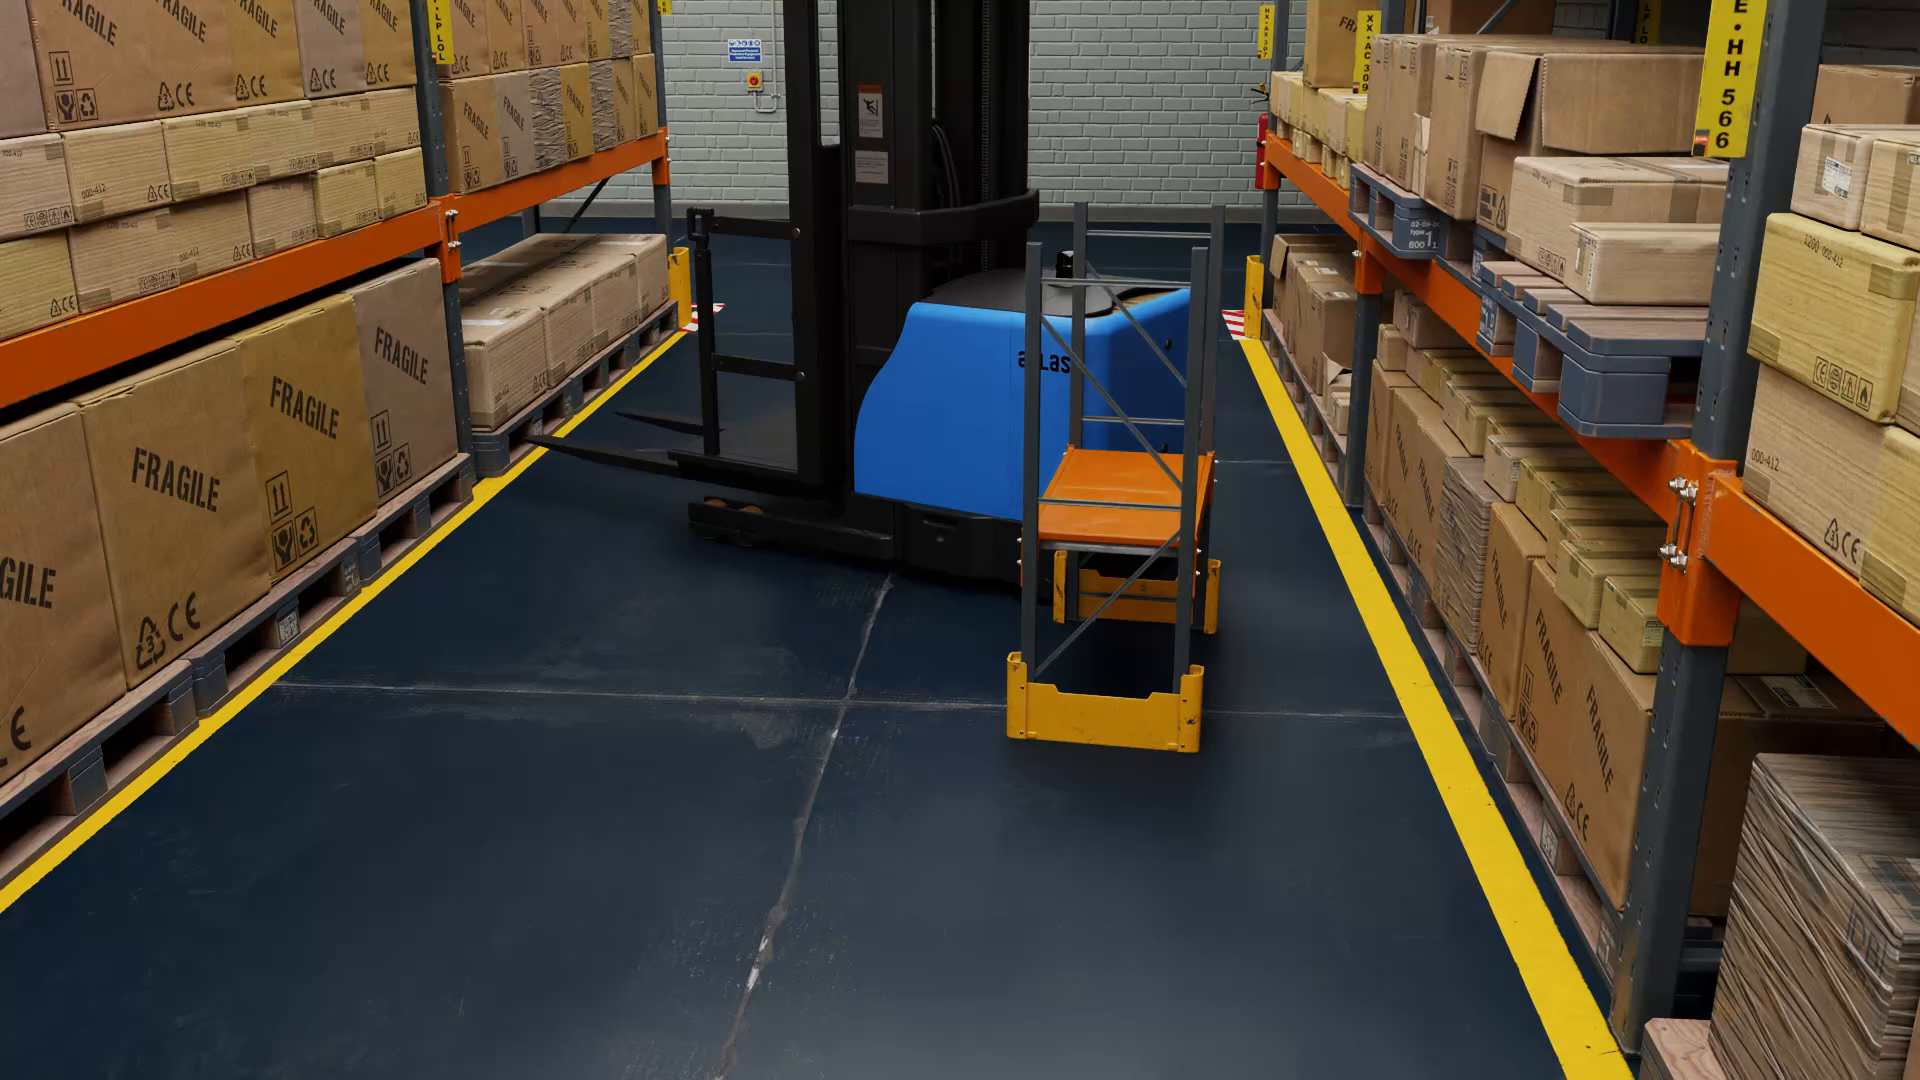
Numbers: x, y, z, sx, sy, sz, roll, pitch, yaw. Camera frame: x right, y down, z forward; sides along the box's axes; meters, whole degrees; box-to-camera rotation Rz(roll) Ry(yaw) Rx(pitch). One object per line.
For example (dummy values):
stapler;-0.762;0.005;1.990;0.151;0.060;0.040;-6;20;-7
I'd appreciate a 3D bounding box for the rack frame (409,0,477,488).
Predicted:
rack frame;-2.745;-1.679;7.230;1.000;3.000;0.127;1;18;4

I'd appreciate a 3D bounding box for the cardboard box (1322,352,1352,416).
cardboard box;1.979;-0.760;8.142;0.396;0.266;0.258;2;18;6

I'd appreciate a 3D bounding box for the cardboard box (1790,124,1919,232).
cardboard box;1.603;-0.590;2.705;0.380;0.149;0.250;2;18;6

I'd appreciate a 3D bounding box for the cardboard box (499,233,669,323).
cardboard box;-2.406;-1.696;10.723;0.875;0.438;0.875;1;18;2

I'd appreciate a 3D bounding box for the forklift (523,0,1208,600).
forklift;-0.538;-1.493;6.773;3.031;2.935;1.130;11;21;29

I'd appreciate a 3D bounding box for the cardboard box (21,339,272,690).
cardboard box;-2.831;-0.116;5.198;0.875;0.875;0.875;2;18;5

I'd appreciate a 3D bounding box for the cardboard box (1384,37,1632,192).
cardboard box;1.912;-1.510;5.880;0.700;0.500;0.500;1;18;5

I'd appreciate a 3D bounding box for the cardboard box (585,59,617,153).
cardboard box;-2.307;-2.498;9.568;0.500;0.500;0.500;2;18;6

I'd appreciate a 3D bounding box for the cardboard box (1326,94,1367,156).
cardboard box;2.021;-1.959;7.848;0.500;0.250;0.500;1;18;4

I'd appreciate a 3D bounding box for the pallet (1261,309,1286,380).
pallet;2.432;-1.215;10.293;1.003;0.211;1.213;1;18;4

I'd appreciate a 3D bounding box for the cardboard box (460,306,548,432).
cardboard box;-2.593;-0.854;8.151;0.875;0.438;0.875;1;18;3

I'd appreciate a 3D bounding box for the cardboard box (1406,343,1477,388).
cardboard box;1.973;-0.696;6.529;0.380;0.149;0.250;1;18;2

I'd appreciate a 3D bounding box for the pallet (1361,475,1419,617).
pallet;2.186;0.009;6.556;1.003;0.211;1.213;1;18;4

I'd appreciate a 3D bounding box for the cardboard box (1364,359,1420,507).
cardboard box;1.947;-0.436;6.776;0.500;0.500;0.500;2;18;6

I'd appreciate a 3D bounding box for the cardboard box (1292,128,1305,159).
cardboard box;2.054;-2.197;9.215;0.380;0.149;0.250;1;18;2

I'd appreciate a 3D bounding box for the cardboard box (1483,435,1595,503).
cardboard box;1.826;-0.217;5.067;0.380;0.149;0.250;0;18;1

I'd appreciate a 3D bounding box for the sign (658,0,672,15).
sign;-1.918;-3.568;10.754;0.100;0.325;0.005;1;18;4

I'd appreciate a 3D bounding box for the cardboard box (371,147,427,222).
cardboard box;-2.525;-1.463;6.811;0.500;0.250;0.500;1;18;3

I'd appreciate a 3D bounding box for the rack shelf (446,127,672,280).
rack shelf;-2.601;-1.958;9.238;1.077;0.370;4.000;1;18;4

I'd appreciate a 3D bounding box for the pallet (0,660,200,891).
pallet;-2.900;0.645;4.615;1.003;0.211;1.213;1;18;4

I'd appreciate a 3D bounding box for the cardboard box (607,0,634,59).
cardboard box;-2.263;-3.126;9.880;0.500;0.500;0.500;1;18;4

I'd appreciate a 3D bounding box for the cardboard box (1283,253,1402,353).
cardboard box;2.255;-1.371;9.630;0.700;0.500;0.500;2;18;6

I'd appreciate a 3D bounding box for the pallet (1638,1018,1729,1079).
pallet;1.822;1.253;2.761;1.003;0.211;1.213;1;18;4

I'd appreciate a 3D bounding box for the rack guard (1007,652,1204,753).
rack guard;0.435;0.489;5.028;0.587;0.250;0.087;4;18;11

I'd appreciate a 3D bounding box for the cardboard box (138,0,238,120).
cardboard box;-2.634;-1.578;5.156;0.500;0.500;0.500;2;18;5

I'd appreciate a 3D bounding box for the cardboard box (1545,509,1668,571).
cardboard box;1.754;0.028;4.320;0.380;0.149;0.250;1;18;2

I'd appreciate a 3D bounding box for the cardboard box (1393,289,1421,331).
cardboard box;1.976;-0.924;6.746;0.380;0.149;0.250;1;18;3

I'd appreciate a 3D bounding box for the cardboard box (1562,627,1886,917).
cardboard box;1.736;0.525;3.843;0.500;0.500;0.500;2;18;6

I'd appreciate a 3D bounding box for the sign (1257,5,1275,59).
sign;1.952;-3.235;10.589;0.100;0.325;0.005;1;18;4

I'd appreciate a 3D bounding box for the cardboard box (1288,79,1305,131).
cardboard box;2.123;-2.433;9.294;0.500;0.250;0.500;1;18;3

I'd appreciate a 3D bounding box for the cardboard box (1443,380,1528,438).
cardboard box;1.904;-0.454;5.789;0.380;0.149;0.250;1;18;4

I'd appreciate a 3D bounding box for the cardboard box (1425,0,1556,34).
cardboard box;2.579;-2.452;8.149;0.500;0.500;0.500;1;18;2

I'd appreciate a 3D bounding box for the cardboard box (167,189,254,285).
cardboard box;-2.651;-0.988;5.361;0.500;0.250;0.500;1;18;4

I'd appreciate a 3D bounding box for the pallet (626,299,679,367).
pallet;-2.437;-1.346;10.692;1.003;0.211;1.213;1;18;4

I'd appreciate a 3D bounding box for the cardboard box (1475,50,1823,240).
cardboard box;1.852;-1.087;4.582;0.797;0.503;0.637;1;18;3

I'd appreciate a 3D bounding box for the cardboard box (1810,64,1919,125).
cardboard box;2.113;-0.731;3.500;0.500;0.500;0.500;2;18;7

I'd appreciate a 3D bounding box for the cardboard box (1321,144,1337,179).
cardboard box;2.005;-1.878;8.241;0.380;0.149;0.250;1;18;3

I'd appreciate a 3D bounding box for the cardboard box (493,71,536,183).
cardboard box;-2.410;-2.023;8.118;0.500;0.500;0.500;1;18;4

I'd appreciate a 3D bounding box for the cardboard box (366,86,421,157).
cardboard box;-2.534;-1.703;6.741;0.500;0.250;0.500;1;18;4

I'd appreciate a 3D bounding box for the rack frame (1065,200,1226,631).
rack frame;0.630;-0.409;5.763;0.500;1.500;0.032;4;18;11

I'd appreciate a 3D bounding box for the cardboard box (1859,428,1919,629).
cardboard box;1.603;0.033;2.247;0.500;0.250;0.500;1;18;3

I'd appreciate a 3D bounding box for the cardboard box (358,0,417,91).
cardboard box;-2.526;-2.057;6.618;0.500;0.500;0.500;2;18;6

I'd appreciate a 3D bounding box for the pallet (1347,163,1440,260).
pallet;2.040;-1.232;6.175;1.003;0.211;1.213;1;18;4

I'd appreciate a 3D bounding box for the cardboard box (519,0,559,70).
cardboard box;-2.379;-2.660;8.457;0.500;0.500;0.500;2;18;5

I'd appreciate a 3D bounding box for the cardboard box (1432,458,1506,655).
cardboard box;1.835;0.046;5.307;0.500;0.500;0.500;1;18;2

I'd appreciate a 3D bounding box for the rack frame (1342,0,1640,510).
rack frame;2.206;-1.569;6.895;1.000;3.000;0.127;1;18;4

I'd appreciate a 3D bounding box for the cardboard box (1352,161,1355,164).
cardboard box;1.974;-1.636;7.502;0.380;0.149;0.250;2;18;5

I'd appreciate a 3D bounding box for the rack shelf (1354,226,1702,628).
rack shelf;2.063;-0.606;5.112;1.077;0.370;4.000;1;18;4

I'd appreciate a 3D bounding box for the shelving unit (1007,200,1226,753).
shelving unit;0.532;-0.257;5.298;0.587;1.500;1.083;4;18;11

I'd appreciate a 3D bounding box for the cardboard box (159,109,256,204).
cardboard box;-2.613;-1.227;5.289;0.500;0.250;0.500;2;18;5
